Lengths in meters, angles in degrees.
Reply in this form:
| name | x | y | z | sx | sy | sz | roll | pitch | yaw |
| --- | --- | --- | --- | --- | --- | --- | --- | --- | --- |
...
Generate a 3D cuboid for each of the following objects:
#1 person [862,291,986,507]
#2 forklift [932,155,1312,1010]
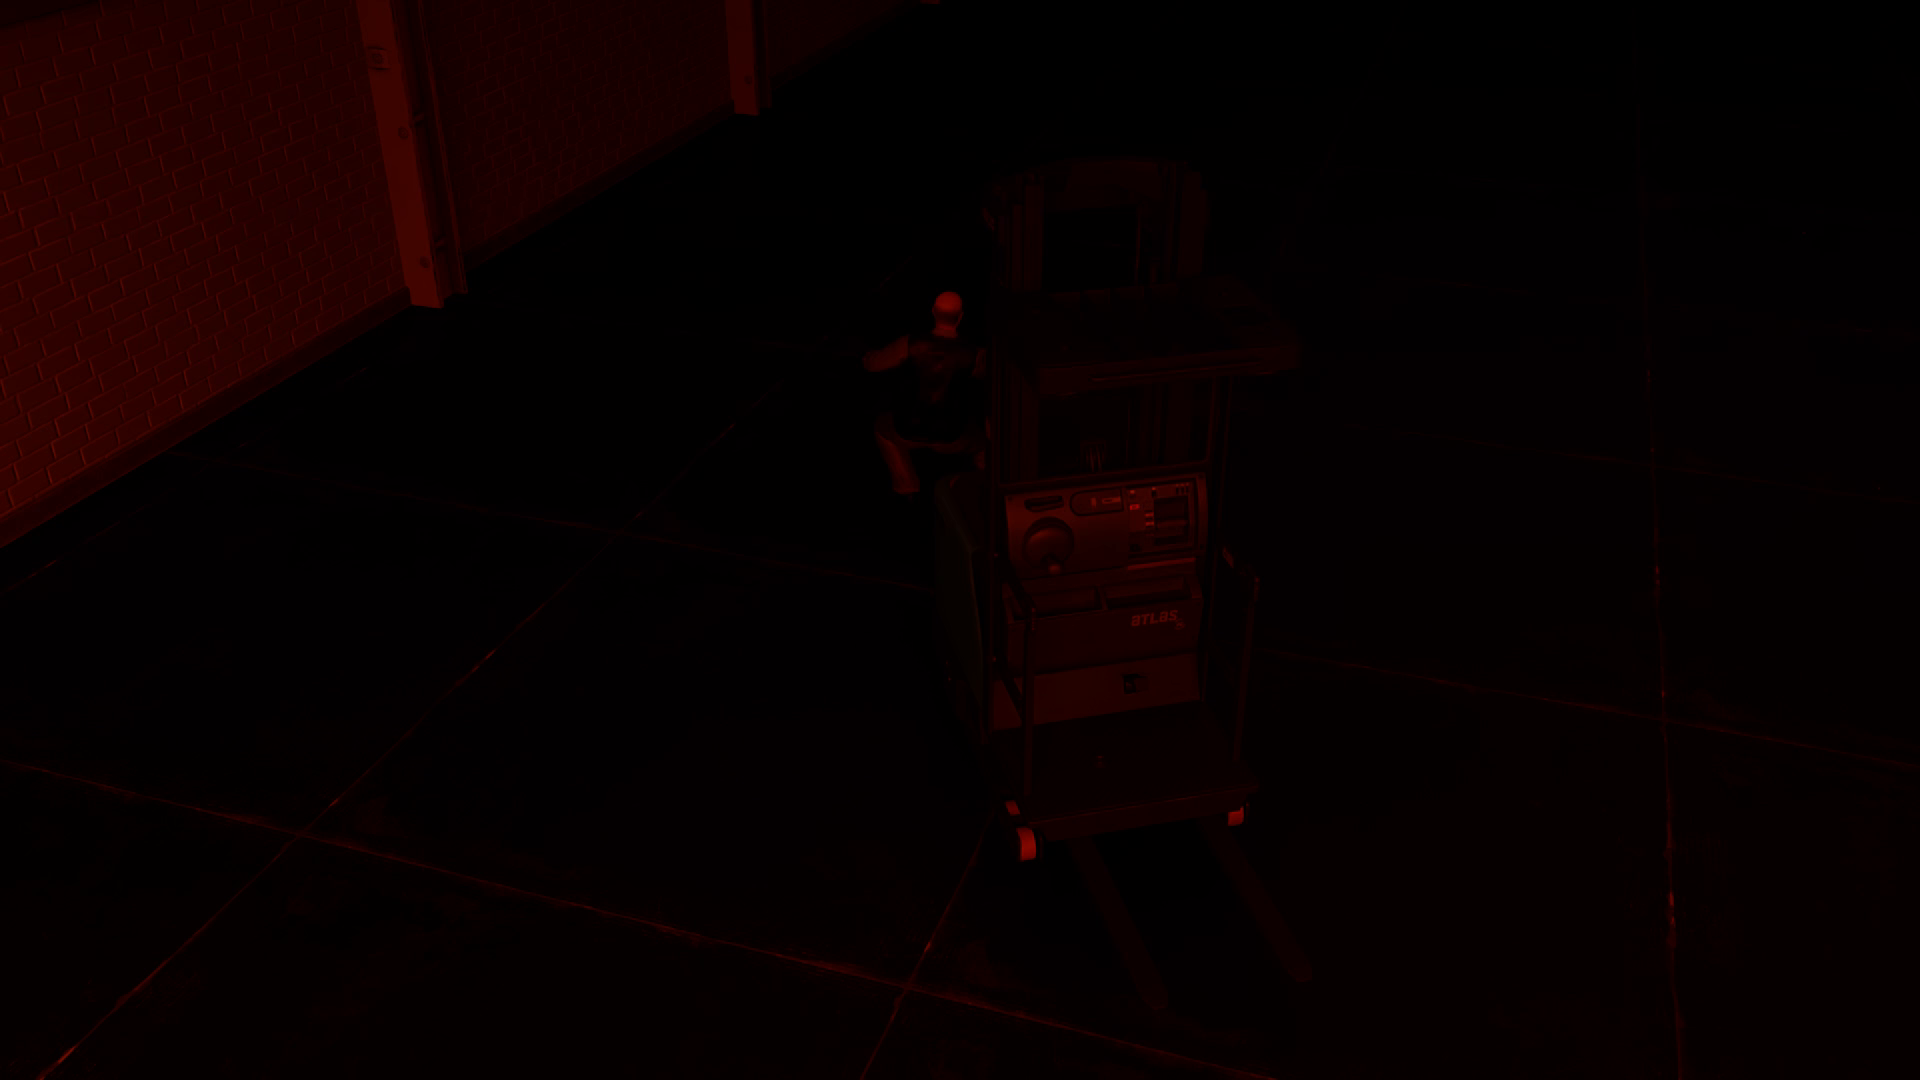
| name | x | y | z | sx | sy | sz | roll | pitch | yaw |
| --- | --- | --- | --- | --- | --- | --- | --- | --- | --- |
| person | -0.128 | -0.814 | 9.992 | 0.949 | 1.522 | 0.770 | 2 | 30 | 3 |
| forklift | 0.707 | -0.027 | 7.183 | 1.130 | 2.935 | 3.031 | -7 | 30 | -12 |
